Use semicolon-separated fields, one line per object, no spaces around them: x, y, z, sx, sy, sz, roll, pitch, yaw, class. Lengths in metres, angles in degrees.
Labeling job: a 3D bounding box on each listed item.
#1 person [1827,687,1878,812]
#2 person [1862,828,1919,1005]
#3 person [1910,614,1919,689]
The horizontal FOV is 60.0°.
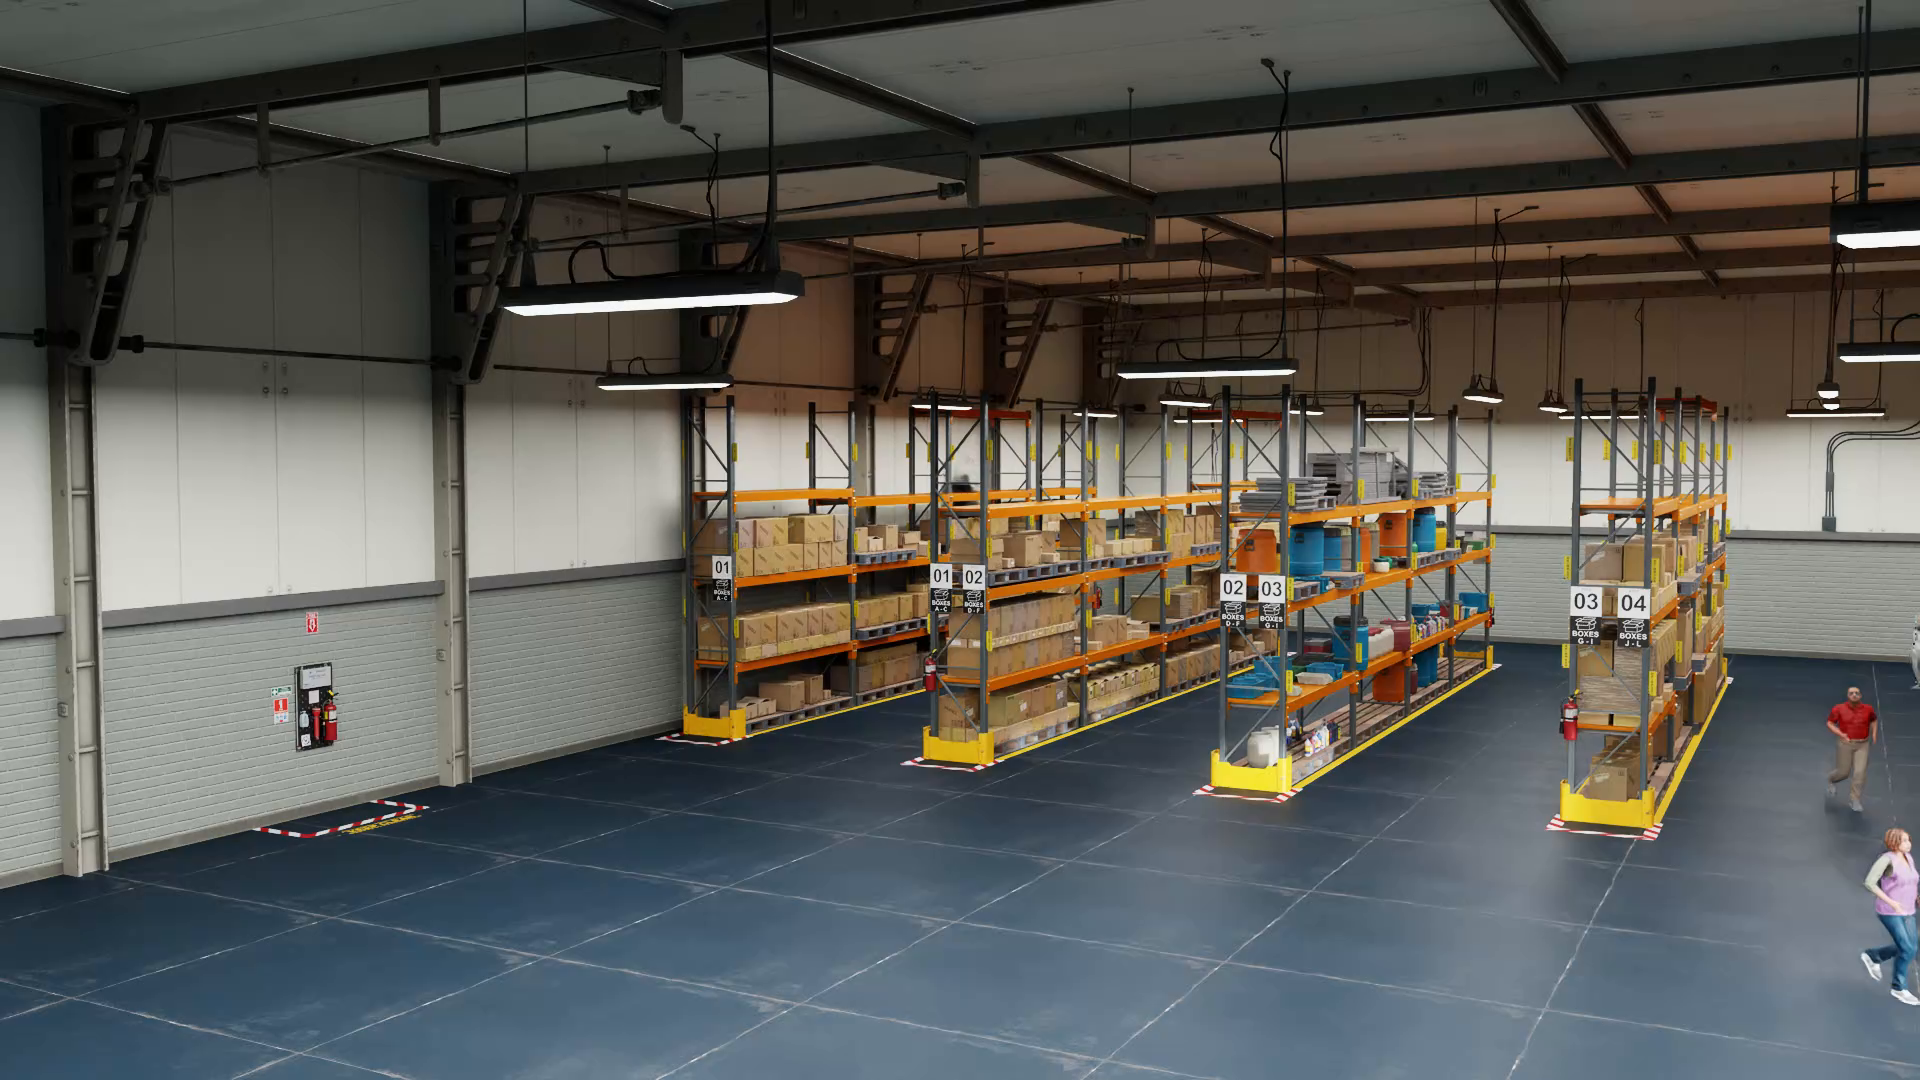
12.628;2.925;23.533;0.670;1.727;0.844;1;3;15;person
8.530;3.417;15.276;0.548;1.578;0.601;-2;3;-27;person
20.482;2.329;35.275;0.575;1.674;0.648;1;3;15;person
